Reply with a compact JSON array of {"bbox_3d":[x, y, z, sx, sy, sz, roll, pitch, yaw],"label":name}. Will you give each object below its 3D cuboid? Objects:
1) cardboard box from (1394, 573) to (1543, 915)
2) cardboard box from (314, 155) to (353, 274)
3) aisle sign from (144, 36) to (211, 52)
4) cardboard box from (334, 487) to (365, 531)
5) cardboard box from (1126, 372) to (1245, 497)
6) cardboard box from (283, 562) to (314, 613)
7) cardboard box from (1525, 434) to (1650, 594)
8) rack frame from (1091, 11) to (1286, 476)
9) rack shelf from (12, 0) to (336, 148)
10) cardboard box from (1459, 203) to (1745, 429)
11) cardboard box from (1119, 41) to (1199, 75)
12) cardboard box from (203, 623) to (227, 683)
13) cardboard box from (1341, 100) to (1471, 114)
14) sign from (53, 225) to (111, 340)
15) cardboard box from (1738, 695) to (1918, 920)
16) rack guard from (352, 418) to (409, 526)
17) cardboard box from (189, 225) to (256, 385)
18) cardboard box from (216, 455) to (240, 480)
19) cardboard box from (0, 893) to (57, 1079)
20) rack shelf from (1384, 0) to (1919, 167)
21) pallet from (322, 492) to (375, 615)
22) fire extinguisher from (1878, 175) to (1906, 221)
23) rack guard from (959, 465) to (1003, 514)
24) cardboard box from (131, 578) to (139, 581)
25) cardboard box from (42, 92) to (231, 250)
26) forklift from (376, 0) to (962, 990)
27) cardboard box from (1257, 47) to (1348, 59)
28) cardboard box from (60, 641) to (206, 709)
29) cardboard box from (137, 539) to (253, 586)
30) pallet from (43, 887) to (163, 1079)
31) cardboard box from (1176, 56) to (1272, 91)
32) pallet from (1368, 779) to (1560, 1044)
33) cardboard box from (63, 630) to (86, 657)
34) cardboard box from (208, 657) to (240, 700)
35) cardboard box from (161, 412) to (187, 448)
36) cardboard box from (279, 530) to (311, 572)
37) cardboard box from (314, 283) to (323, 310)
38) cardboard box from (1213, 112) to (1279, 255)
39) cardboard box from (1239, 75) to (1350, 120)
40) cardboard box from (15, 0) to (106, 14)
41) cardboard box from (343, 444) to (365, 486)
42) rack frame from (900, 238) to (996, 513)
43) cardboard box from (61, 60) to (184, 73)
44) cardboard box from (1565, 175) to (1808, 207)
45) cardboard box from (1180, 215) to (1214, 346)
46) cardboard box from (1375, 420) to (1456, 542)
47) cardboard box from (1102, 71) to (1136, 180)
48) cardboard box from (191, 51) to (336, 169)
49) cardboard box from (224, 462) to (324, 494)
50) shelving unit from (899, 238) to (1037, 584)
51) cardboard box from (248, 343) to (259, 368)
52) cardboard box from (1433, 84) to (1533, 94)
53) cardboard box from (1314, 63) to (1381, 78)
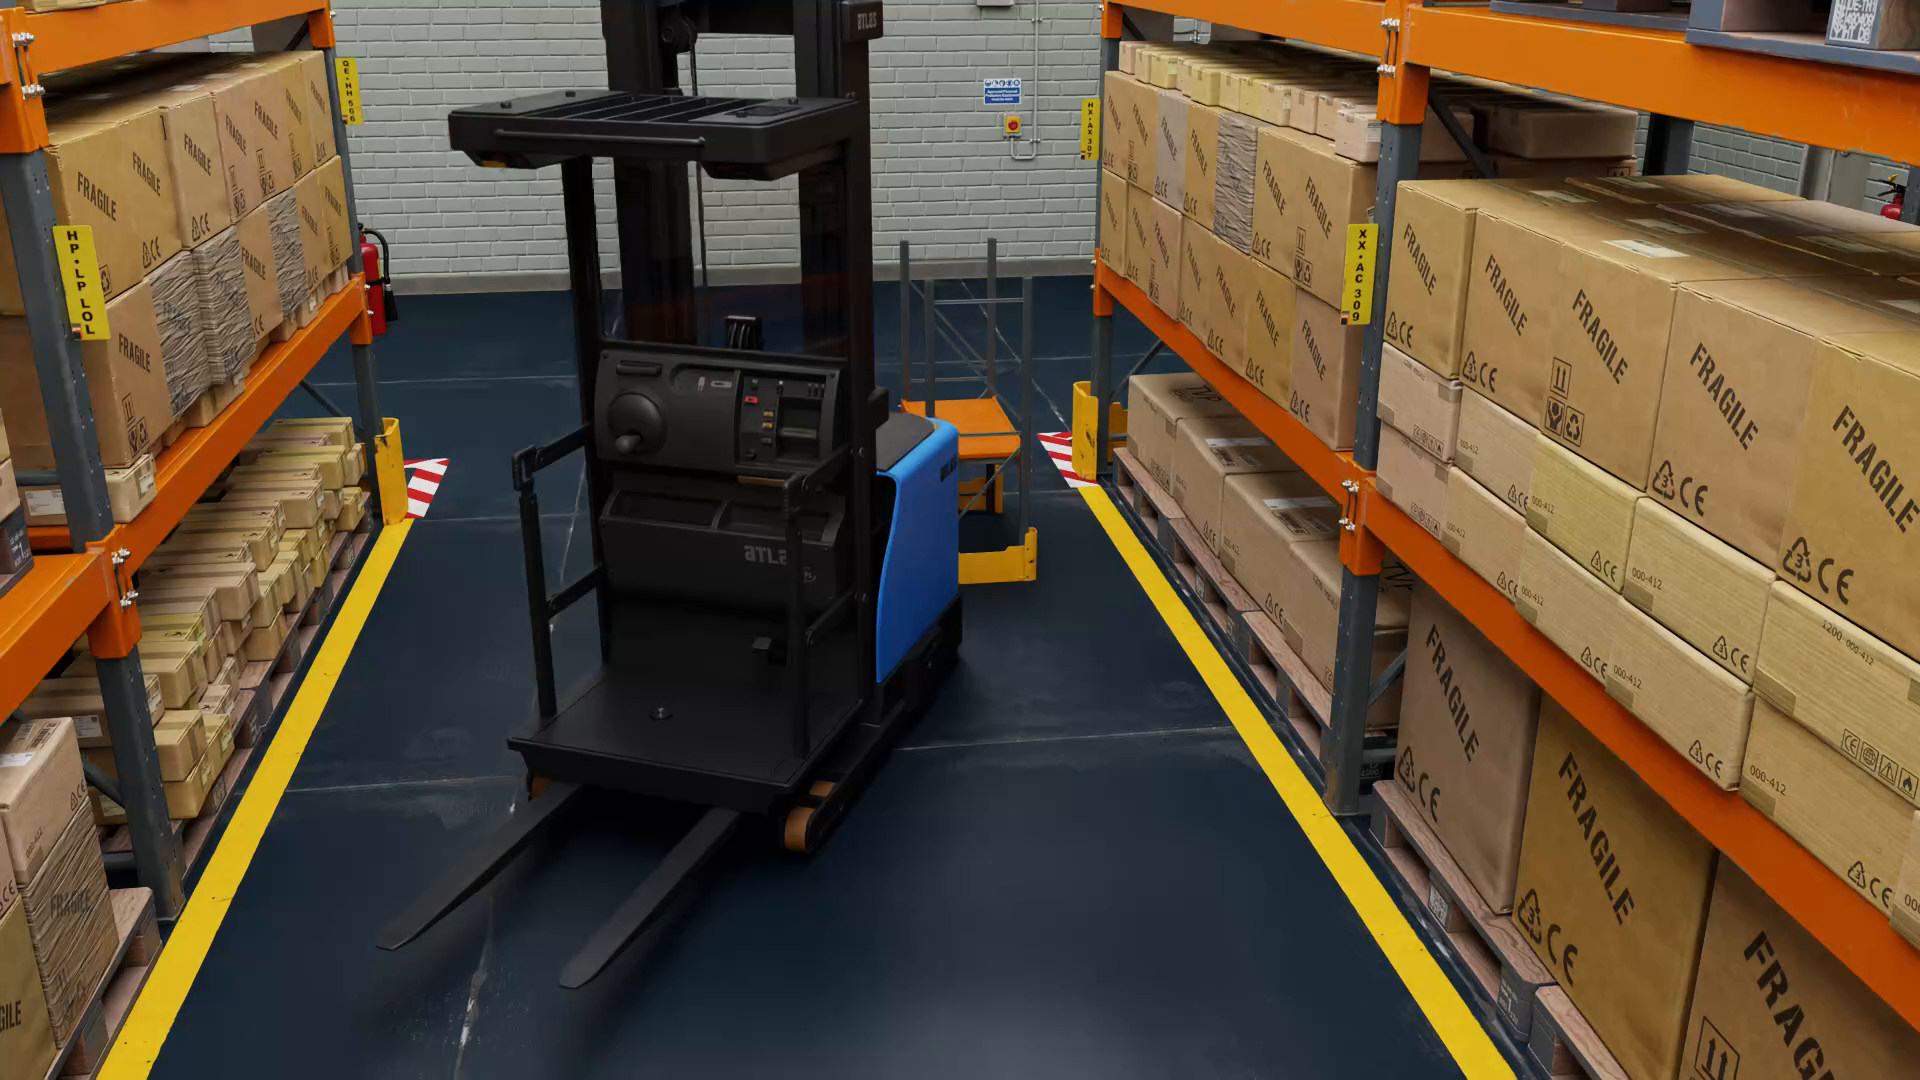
[{"bbox_3d":[2.007,0.566,5.349,0.875,0.875,0.875,-2,21,-6],"label":"cardboard box"},{"bbox_3d":[-3.302,-1.587,8.109,0.500,0.500,0.500,-2,21,-7],"label":"cardboard box"},{"bbox_3d":[-3.929,-2.771,8.133,0.394,0.787,0.004,-3,21,-8],"label":"aisle sign"},{"bbox_3d":[-3.202,-0.149,8.301,0.380,0.149,0.250,-2,21,-6],"label":"cardboard box"},{"bbox_3d":[1.456,-0.601,9.099,0.875,0.438,0.875,-4,21,-10],"label":"cardboard box"},{"bbox_3d":[-3.082,0.213,7.334,0.380,0.149,0.250,-3,21,-7],"label":"cardboard box"},{"bbox_3d":[1.773,-0.085,4.157,0.500,0.250,0.500,-3,21,-7],"label":"cardboard box"},{"bbox_3d":[1.262,-1.828,9.323,1.000,3.000,0.127,-3,21,-8],"label":"rack frame"},{"bbox_3d":[-3.333,-1.919,6.308,1.077,0.370,4.000,-3,21,-8],"label":"rack shelf"},{"bbox_3d":[1.719,-0.616,4.508,0.500,0.500,0.500,-3,21,-8],"label":"cardboard box"},{"bbox_3d":[1.040,-2.510,8.650,0.380,0.149,0.250,-2,21,-7],"label":"cardboard box"},{"bbox_3d":[-3.013,0.440,6.299,0.380,0.149,0.250,-4,21,-11],"label":"cardboard box"},{"bbox_3d":[1.549,-1.449,5.810,0.380,0.149,0.250,-2,21,-6],"label":"cardboard box"},{"bbox_3d":[-2.496,-0.730,4.728,0.100,0.325,0.005,-3,21,-8],"label":"sign"},{"bbox_3d":[1.940,0.499,3.307,0.500,0.250,0.500,-3,21,-8],"label":"cardboard box"},{"bbox_3d":[-3.611,-0.346,8.927,1.175,0.500,0.348,-3,21,-8],"label":"rack guard"},{"bbox_3d":[-2.982,-0.876,6.206,0.500,0.500,0.500,-3,21,-9],"label":"cardboard box"},{"bbox_3d":[-3.723,-0.395,8.111,0.380,0.149,0.250,-3,21,-7],"label":"cardboard box"},{"bbox_3d":[-2.615,1.237,4.089,0.500,0.500,0.500,-3,21,-9],"label":"cardboard box"},{"bbox_3d":[2.127,-0.819,3.362,1.077,0.370,4.000,-3,21,-8],"label":"rack shelf"},{"bbox_3d":[-3.528,0.073,8.220,1.003,0.211,1.213,-3,21,-8],"label":"pallet"},{"bbox_3d":[5.695,-1.896,10.149,0.296,0.674,0.183,-3,21,-8],"label":"fire extinguisher"},{"bbox_3d":[-0.061,-0.263,9.063,0.587,0.250,0.087,-3,21,-8],"label":"rack guard"},{"bbox_3d":[-3.522,0.196,6.954,0.380,0.149,0.250,-2,21,-5],"label":"cardboard box"},{"bbox_3d":[-3.001,-1.336,6.009,0.500,0.500,0.500,-3,21,-7],"label":"cardboard box"},{"bbox_3d":[-0.931,-0.438,5.701,1.130,2.935,3.031,7,21,17],"label":"forklift"},{"bbox_3d":[1.693,-2.361,8.251,0.380,0.149,0.250,-3,21,-8],"label":"cardboard box"},{"bbox_3d":[-2.871,0.474,5.784,0.380,0.149,0.250,-2,21,-5],"label":"cardboard box"},{"bbox_3d":[-3.093,0.117,6.739,0.380,0.149,0.250,-4,21,-10],"label":"cardboard box"},{"bbox_3d":[-2.931,1.418,4.619,1.003,0.211,1.213,-3,21,-8],"label":"pallet"},{"bbox_3d":[1.218,-2.149,7.683,0.380,0.149,0.250,-3,21,-7],"label":"cardboard box"},{"bbox_3d":[2.025,1.127,5.397,1.003,0.211,1.213,-3,21,-8],"label":"pallet"},{"bbox_3d":[-3.433,0.326,6.181,0.380,0.149,0.250,-2,21,-6],"label":"cardboard box"},{"bbox_3d":[-2.991,0.577,6.357,0.380,0.149,0.250,-3,21,-9],"label":"cardboard box"},{"bbox_3d":[-2.996,-0.425,5.925,0.380,0.149,0.250,-4,21,-10],"label":"cardboard box"},{"bbox_3d":[-3.080,0.073,7.283,0.380,0.149,0.250,-2,21,-5],"label":"cardboard box"},{"bbox_3d":[-3.245,-1.153,7.874,0.380,0.149,0.250,-3,21,-8],"label":"cardboard box"},{"bbox_3d":[1.350,-1.459,6.764,0.500,0.500,0.500,-3,21,-7],"label":"cardboard box"},{"bbox_3d":[1.358,-1.798,6.745,0.380,0.149,0.250,-3,21,-9],"label":"cardboard box"},{"bbox_3d":[-2.850,-1.667,4.819,0.500,0.250,0.500,-2,21,-5],"label":"cardboard box"},{"bbox_3d":[-3.263,-0.375,8.483,0.380,0.149,0.250,-3,21,-9],"label":"cardboard box"},{"bbox_3d":[-0.061,-0.849,8.846,0.500,1.500,0.032,-3,21,-8],"label":"rack frame"},{"bbox_3d":[-3.740,-1.854,7.397,0.500,0.500,0.500,-2,21,-6],"label":"cardboard box"},{"bbox_3d":[2.152,-0.816,5.042,0.500,0.500,0.500,-2,21,-6],"label":"cardboard box"},{"bbox_3d":[1.292,-1.171,7.420,0.500,0.500,0.500,-2,21,-6],"label":"cardboard box"},{"bbox_3d":[1.641,-0.207,5.197,0.500,0.250,0.500,-3,21,-9],"label":"cardboard box"},{"bbox_3d":[1.050,-2.162,8.647,0.500,0.500,0.500,-3,21,-9],"label":"cardboard box"},{"bbox_3d":[-3.309,-2.052,7.925,0.500,0.500,0.500,-3,21,-9],"label":"cardboard box"},{"bbox_3d":[-3.177,-0.246,7.713,0.380,0.149,0.250,-4,21,-10],"label":"cardboard box"},{"bbox_3d":[0.011,-0.676,8.383,0.587,1.500,1.083,-3,21,-8],"label":"shelving unit"},{"bbox_3d":[-3.142,-0.785,6.891,0.380,0.149,0.250,-3,21,-7],"label":"cardboard box"},{"bbox_3d":[1.944,-1.648,6.342,0.380,0.149,0.250,-3,21,-8],"label":"cardboard box"},{"bbox_3d":[1.770,-2.002,7.290,0.380,0.149,0.250,-2,21,-6],"label":"cardboard box"}]
